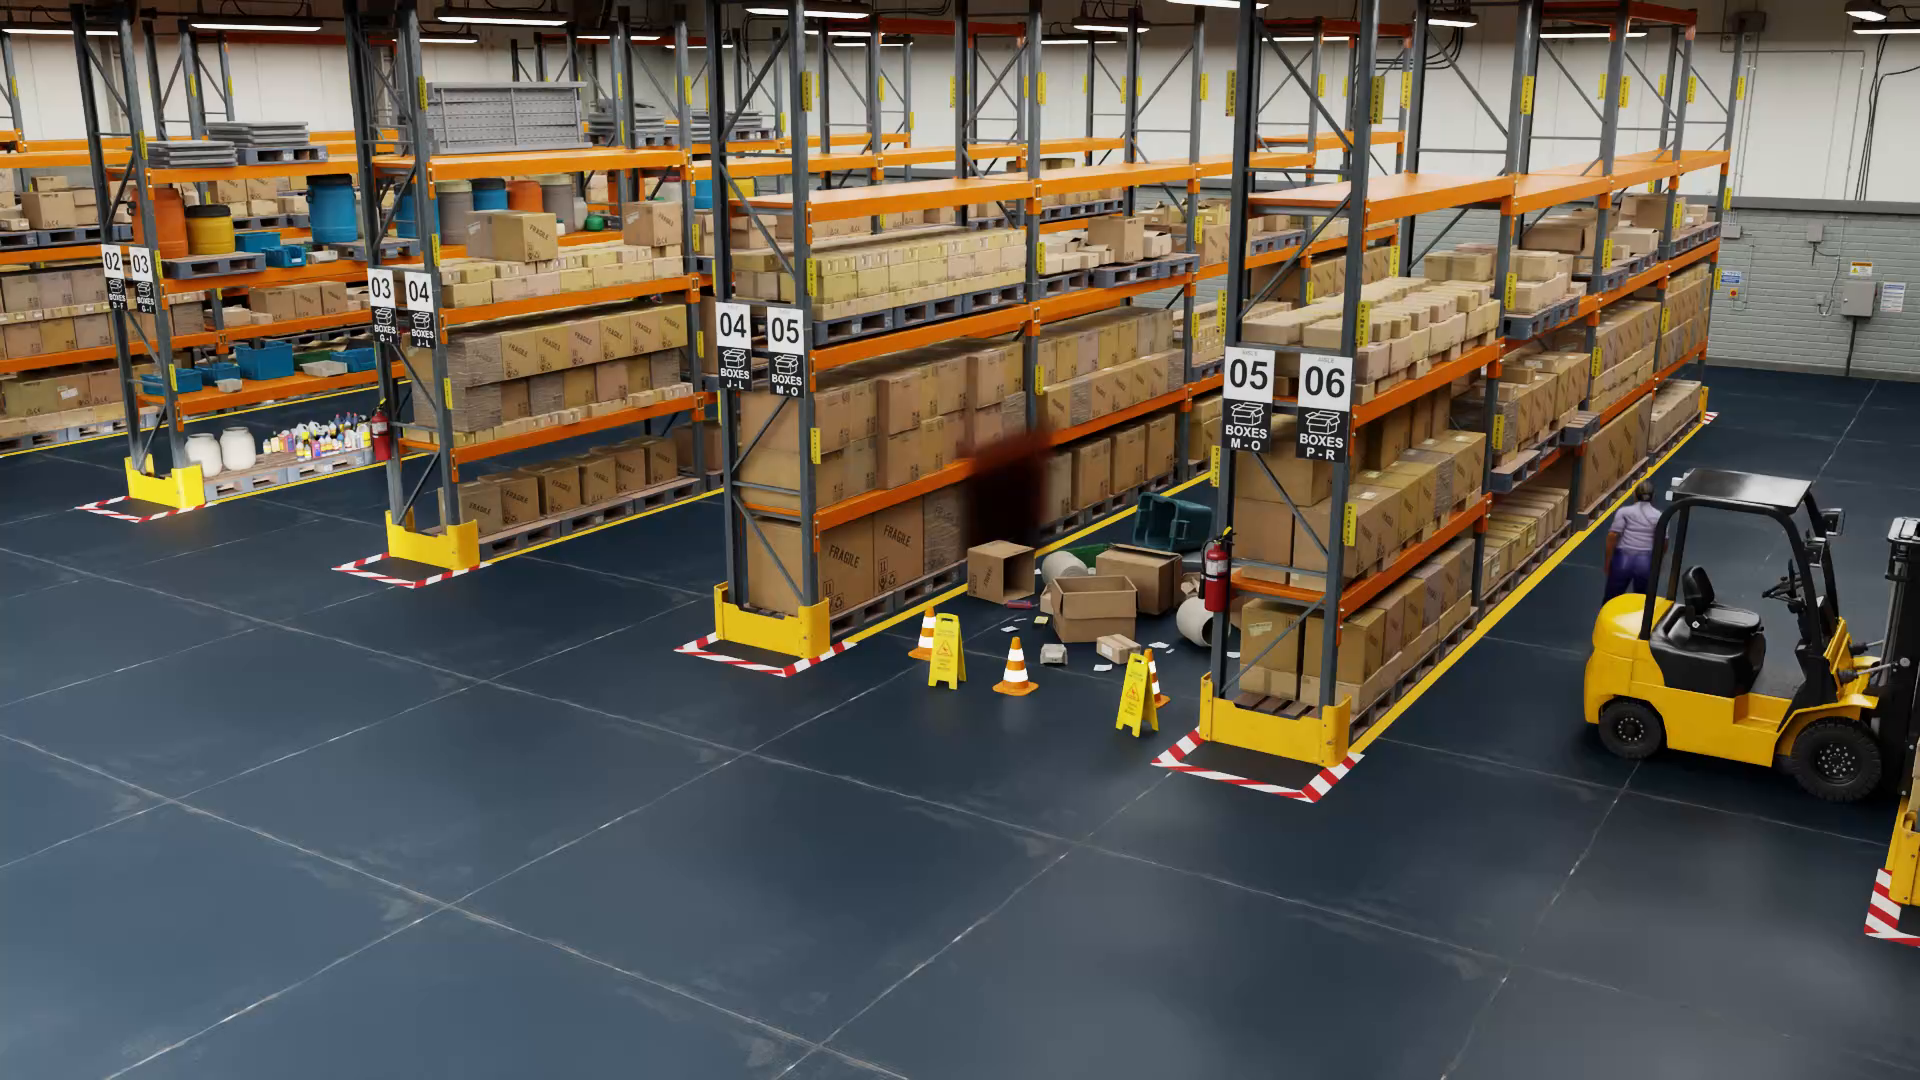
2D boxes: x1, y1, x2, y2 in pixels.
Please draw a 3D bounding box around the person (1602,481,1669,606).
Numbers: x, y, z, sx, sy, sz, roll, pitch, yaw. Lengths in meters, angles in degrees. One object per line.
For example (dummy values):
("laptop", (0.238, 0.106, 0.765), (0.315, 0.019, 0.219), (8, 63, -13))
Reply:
("person", (6.180, 0.285, 15.222), (0.549, 1.608, 0.635), (4, 16, 14))
